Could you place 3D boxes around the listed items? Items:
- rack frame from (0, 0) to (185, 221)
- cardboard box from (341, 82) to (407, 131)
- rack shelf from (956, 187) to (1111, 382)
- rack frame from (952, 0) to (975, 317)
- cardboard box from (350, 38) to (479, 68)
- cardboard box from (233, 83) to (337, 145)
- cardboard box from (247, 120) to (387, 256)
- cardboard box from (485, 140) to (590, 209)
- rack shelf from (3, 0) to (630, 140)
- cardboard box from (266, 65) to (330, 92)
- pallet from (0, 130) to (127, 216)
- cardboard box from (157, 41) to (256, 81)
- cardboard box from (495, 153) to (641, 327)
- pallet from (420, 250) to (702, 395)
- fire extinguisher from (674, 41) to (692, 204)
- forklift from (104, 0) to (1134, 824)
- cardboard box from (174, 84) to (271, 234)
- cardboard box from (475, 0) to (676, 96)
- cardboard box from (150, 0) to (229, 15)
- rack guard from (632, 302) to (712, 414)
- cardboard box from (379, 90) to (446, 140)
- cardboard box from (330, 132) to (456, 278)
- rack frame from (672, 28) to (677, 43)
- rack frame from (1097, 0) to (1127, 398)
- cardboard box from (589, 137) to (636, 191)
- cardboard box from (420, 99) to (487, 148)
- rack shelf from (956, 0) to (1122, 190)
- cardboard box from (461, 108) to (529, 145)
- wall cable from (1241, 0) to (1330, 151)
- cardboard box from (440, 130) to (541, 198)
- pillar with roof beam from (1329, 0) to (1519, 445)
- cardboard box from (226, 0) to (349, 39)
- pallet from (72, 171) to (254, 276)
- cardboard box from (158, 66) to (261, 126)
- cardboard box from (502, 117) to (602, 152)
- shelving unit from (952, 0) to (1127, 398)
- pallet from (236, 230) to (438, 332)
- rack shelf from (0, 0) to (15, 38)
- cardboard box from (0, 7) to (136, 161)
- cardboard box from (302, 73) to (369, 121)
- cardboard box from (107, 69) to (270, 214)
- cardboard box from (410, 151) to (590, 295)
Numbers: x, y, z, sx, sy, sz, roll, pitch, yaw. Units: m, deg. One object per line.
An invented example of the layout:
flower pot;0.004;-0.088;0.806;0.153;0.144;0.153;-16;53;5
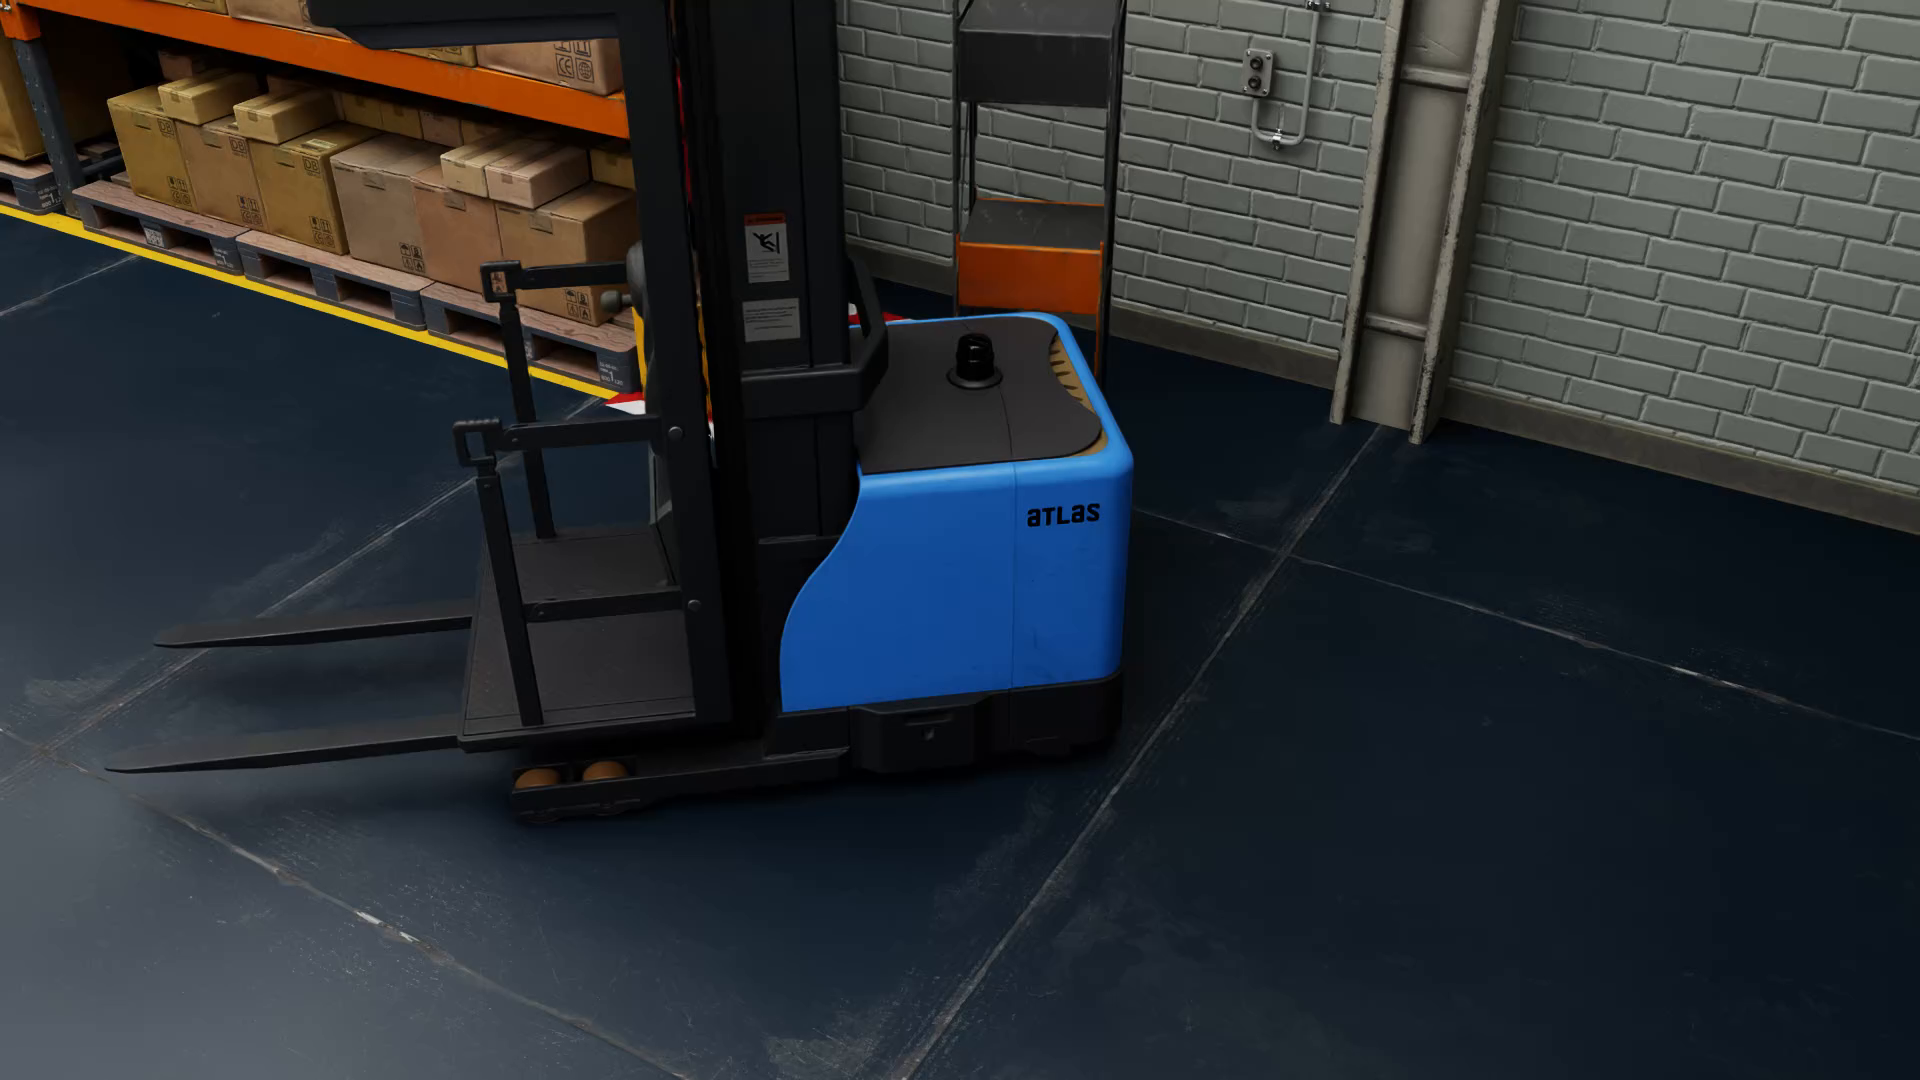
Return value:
rack frame;-4.445;-3.193;8.339;0.127;3.000;1.000;18;37;24
cardboard box;-2.743;-2.122;8.021;0.250;0.149;0.380;17;37;24
rack shelf;0.256;-0.872;5.688;0.480;0.518;0.431;5;34;7
rack frame;0.014;-0.903;5.711;0.015;2.100;0.400;5;34;7
cardboard box;-2.057;-2.548;7.100;0.700;0.700;0.980;17;37;24
cardboard box;-3.187;-2.017;7.864;0.250;0.149;0.380;16;37;23
cardboard box;-2.968;-1.791;8.109;0.500;0.500;0.700;18;38;25
cardboard box;-1.832;-1.590;7.222;0.250;0.149;0.380;17;37;24
rack shelf;-2.709;-2.344;7.713;4.000;0.370;1.077;18;37;24
cardboard box;-3.187;-2.262;8.232;0.250;0.149;0.380;16;37;23
pallet;-5.153;-2.209;9.376;1.213;0.211;1.003;18;37;24
cardboard box;-3.874;-2.478;8.556;0.250;0.149;0.380;17;37;24
cardboard box;-1.630;-1.372;7.481;0.500;0.500;0.700;18;37;24
pallet;-1.705;-1.115;7.734;1.213;0.211;1.003;18;37;24
fire extinguisher;-1.070;-1.642;6.416;0.183;0.674;0.296;18;37;24
forklift;-1.057;-0.688;4.638;3.031;2.935;1.130;-5;34;-8
cardboard box;-3.412;-1.933;8.323;0.500;0.500;0.700;17;37;24
cardboard box;-1.420;-2.354;6.808;0.700;0.700;0.980;19;38;26
cardboard box;-3.351;-2.958;7.715;0.700;0.700;0.980;17;37;23
rack guard;-0.951;-1.046;7.370;0.348;0.500;1.175;18;37;24
cardboard box;-2.524;-2.052;7.916;0.250;0.149;0.380;18;38;25
cardboard box;-2.501;-1.648;7.894;0.500;0.500;0.700;16;37;23
rack frame;-0.972;-2.093;6.687;0.127;3.000;1.000;18;37;24
rack frame;0.497;-0.863;5.650;0.015;2.100;0.400;5;34;7
cardboard box;-1.422;-1.704;7.394;0.250;0.149;0.380;18;38;25
cardboard box;-2.300;-1.982;7.811;0.250;0.149;0.380;18;38;25
rack shelf;0.255;-1.453;5.298;0.480;0.518;0.431;5;34;7
cardboard box;-2.079;-1.912;7.706;0.250;0.149;0.380;18;38;25
wall cable;0.609;-2.619;6.561;1.851;1.984;0.084;18;37;24
cardboard box;-2.054;-1.660;7.327;0.250;0.149;0.380;19;38;26
pillar with roof beam;-0.335;-2.192;1.424;0.400;9.000;9.100;18;37;24
cardboard box;-2.715;-2.763;7.422;0.700;0.700;0.980;16;37;22
pallet;-3.824;-1.786;8.742;1.213;0.211;1.003;18;37;24
cardboard box;-3.640;-2.161;8.080;0.250;0.149;0.380;19;38;26
cardboard box;-1.862;-1.843;7.602;0.250;0.149;0.380;18;38;25
shelving unit;0.256;-0.883;5.680;0.503;2.100;0.431;5;34;7
pallet;-2.760;-1.451;8.239;1.213;0.211;1.003;18;37;24
rack shelf;-6.182;-3.444;9.365;4.000;0.370;1.077;18;37;24
cardboard box;-5.074;-2.590;8.993;0.750;0.750;0.750;18;38;25
cardboard box;-2.968;-2.192;8.127;0.250;0.149;0.380;18;38;25
cardboard box;-3.847;-2.073;8.533;0.500;0.500;0.700;18;38;25
cardboard box;-2.064;-1.510;7.687;0.500;0.500;0.700;17;37;24
